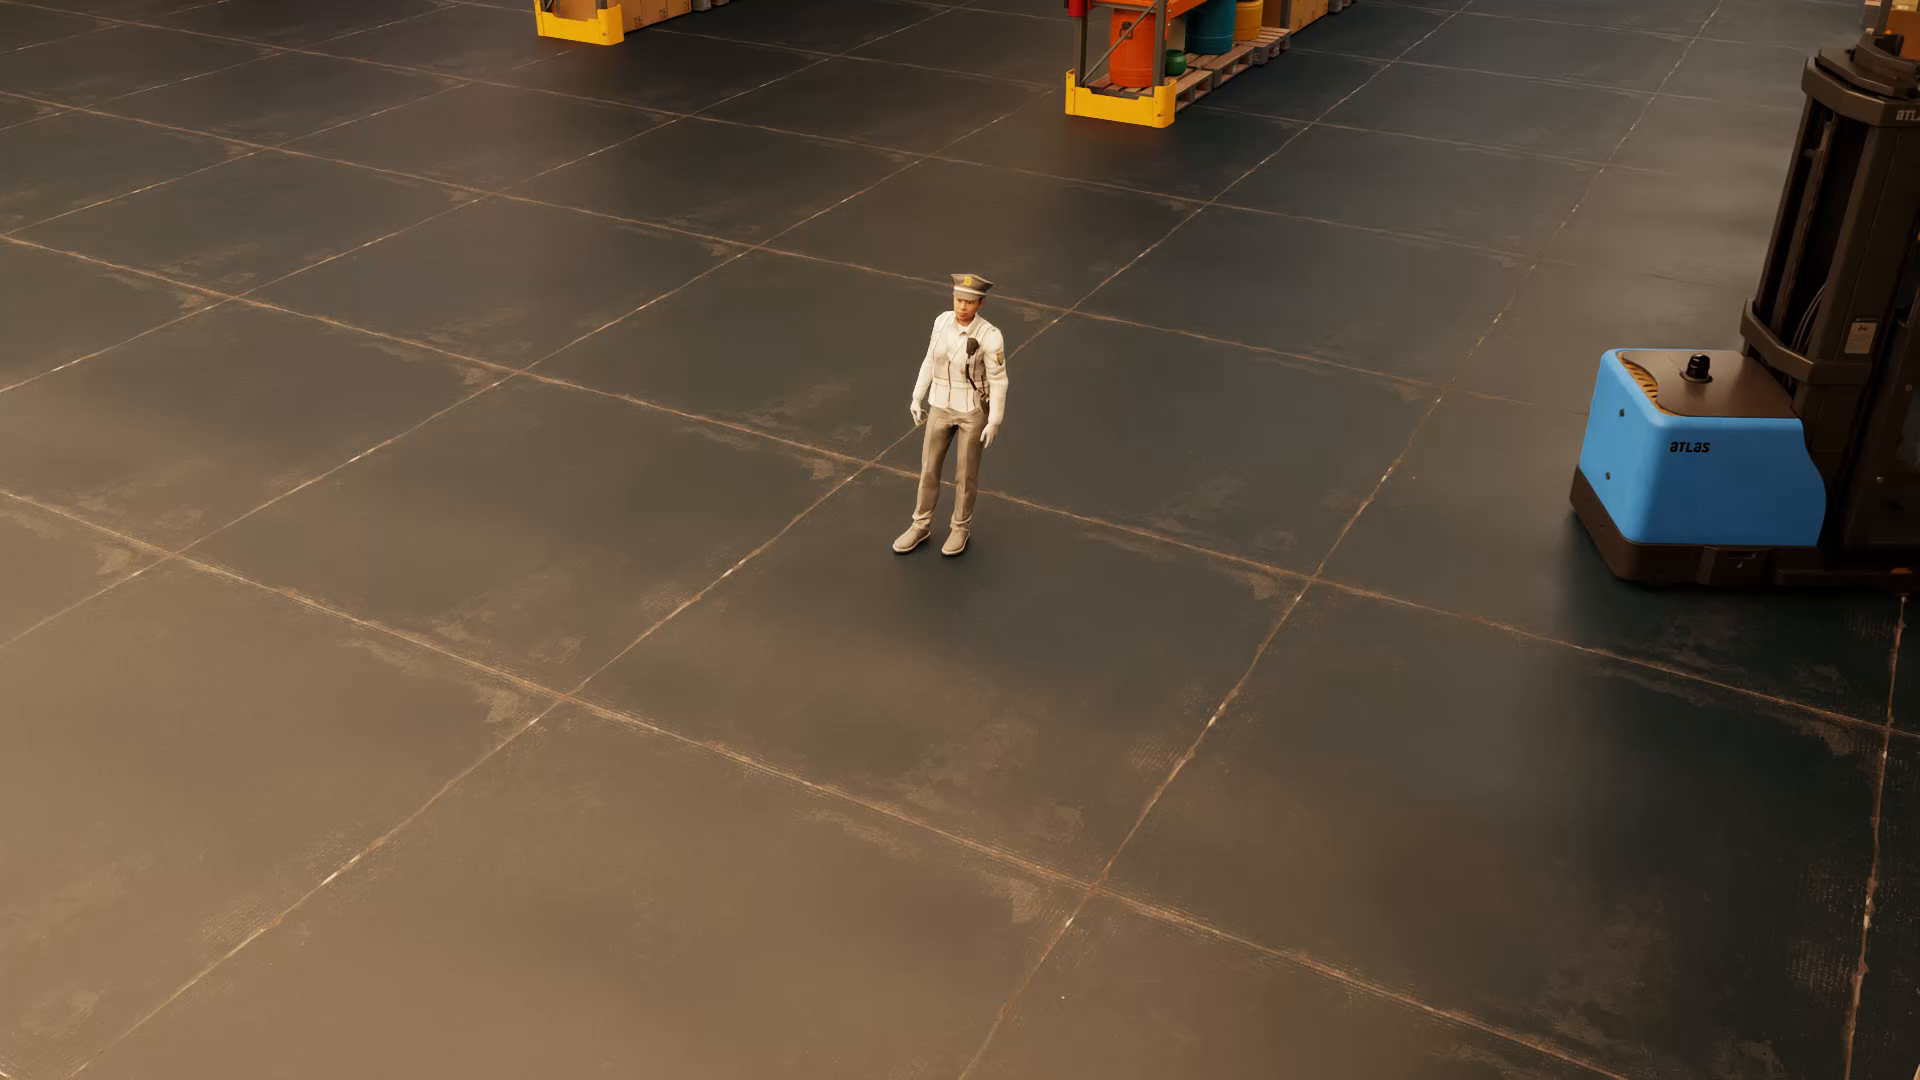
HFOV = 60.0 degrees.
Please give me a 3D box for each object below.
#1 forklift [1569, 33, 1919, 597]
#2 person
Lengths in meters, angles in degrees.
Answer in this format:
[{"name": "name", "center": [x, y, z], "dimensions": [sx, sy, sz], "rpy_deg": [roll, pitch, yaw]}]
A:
[{"name": "forklift", "center": [5.269, -1.213, 9.173], "dimensions": [3.031, 2.935, 1.130], "rpy_deg": [1, 30, 2]}, {"name": "person", "center": [-0.039, -0.712, 9.526], "dimensions": [0.587, 1.695, 0.531], "rpy_deg": [15, 33, 25]}]
